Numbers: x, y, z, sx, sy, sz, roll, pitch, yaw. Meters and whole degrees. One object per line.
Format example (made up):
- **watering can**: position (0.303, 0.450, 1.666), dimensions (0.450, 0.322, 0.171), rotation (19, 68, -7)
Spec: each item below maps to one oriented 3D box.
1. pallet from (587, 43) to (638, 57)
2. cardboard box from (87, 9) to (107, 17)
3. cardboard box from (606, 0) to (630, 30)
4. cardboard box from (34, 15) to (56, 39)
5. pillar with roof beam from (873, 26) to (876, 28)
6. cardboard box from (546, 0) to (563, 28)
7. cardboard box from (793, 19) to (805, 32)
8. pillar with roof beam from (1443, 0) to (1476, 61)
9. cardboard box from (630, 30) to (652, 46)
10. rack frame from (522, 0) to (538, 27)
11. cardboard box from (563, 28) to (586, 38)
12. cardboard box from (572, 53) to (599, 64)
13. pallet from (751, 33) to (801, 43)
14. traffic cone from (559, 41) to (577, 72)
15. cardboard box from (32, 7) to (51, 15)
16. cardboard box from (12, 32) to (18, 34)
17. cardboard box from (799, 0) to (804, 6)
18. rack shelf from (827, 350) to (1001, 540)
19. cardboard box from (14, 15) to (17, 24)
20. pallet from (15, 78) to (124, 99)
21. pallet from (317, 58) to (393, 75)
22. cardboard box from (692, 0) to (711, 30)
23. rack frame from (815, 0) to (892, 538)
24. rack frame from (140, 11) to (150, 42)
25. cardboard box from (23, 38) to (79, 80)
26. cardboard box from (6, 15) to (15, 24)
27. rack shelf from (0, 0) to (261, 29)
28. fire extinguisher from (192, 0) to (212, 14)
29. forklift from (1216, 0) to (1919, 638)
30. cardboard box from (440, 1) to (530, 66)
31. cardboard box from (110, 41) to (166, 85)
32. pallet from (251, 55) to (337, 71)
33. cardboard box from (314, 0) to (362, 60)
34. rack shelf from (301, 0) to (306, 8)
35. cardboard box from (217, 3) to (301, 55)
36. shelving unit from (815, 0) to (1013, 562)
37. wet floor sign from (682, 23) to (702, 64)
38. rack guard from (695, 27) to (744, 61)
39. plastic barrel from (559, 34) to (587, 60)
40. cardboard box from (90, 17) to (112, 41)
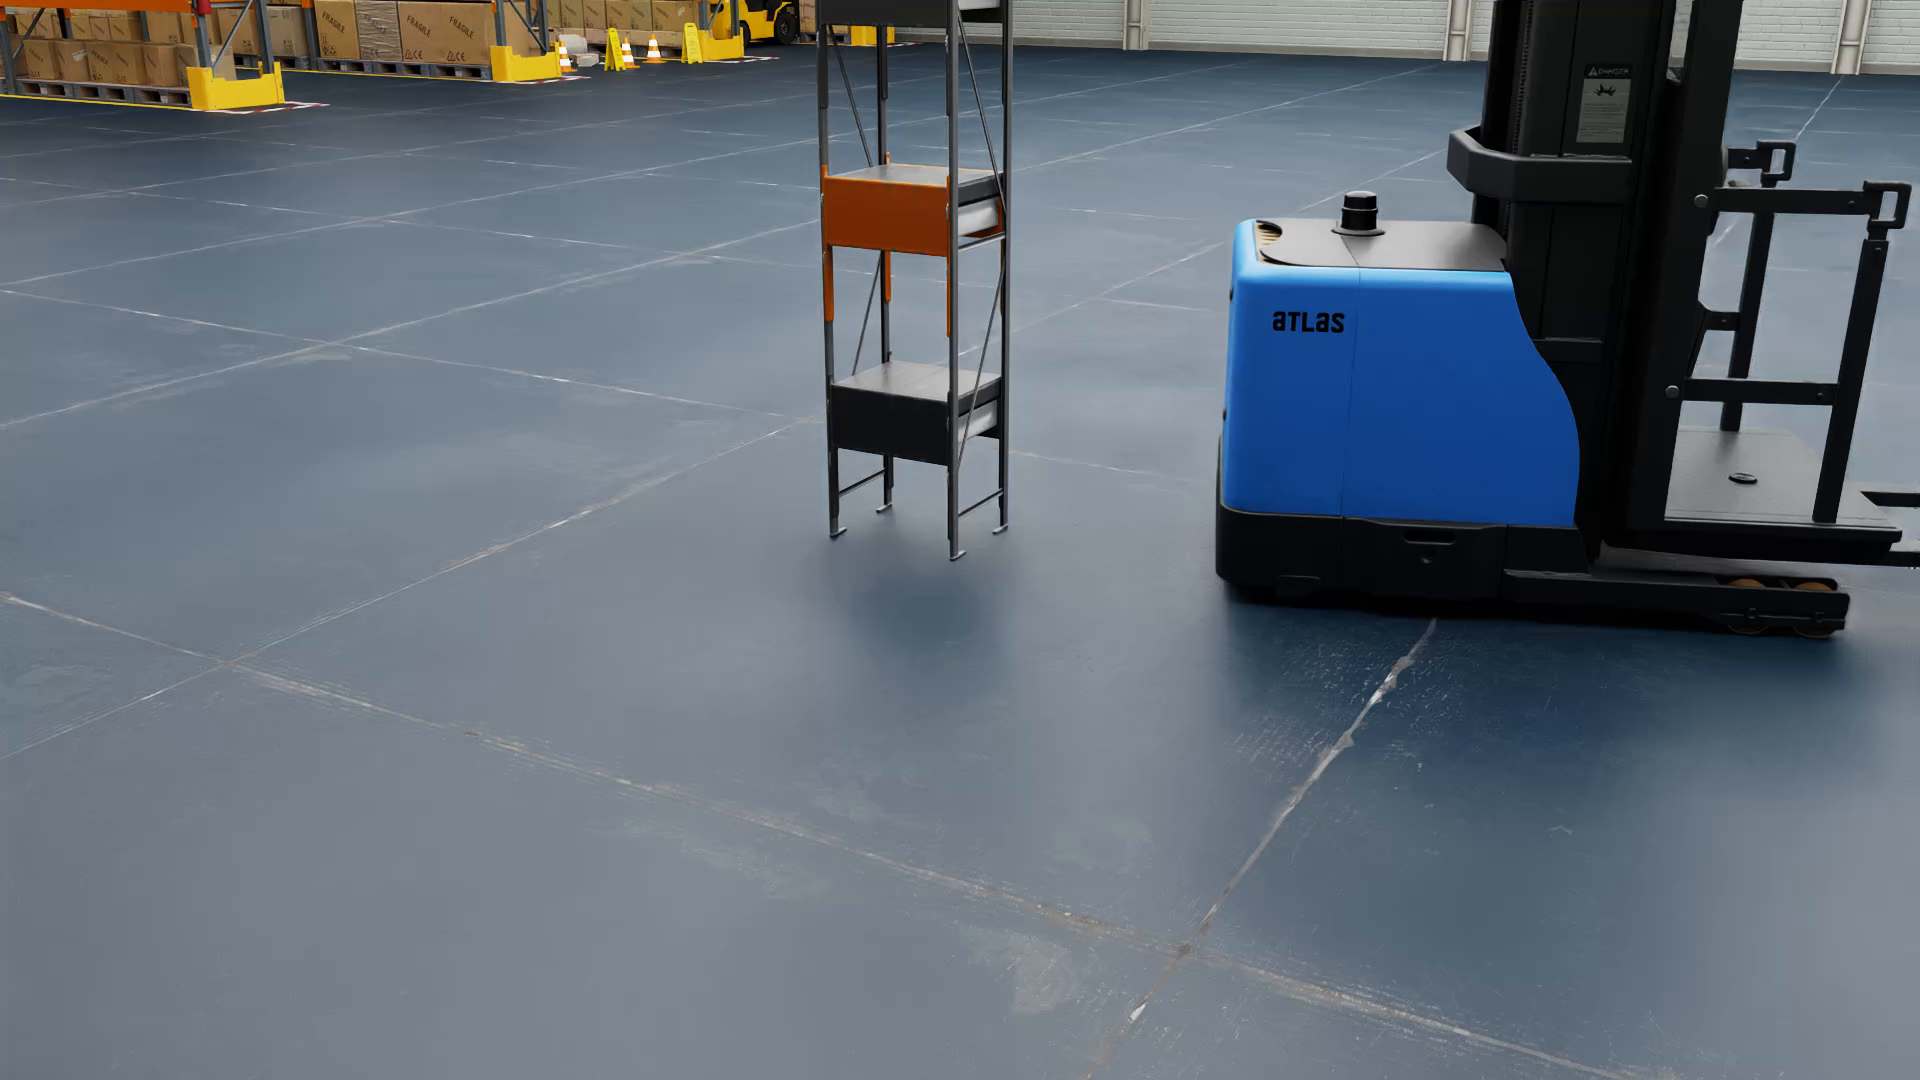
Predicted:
- **pallet**: position (-5.988, -8.864, 29.992), dimensions (1.213, 0.211, 1.003), rotation (11, 23, 27)
- **cardboard box**: position (-14.650, -9.145, 28.626), dimensions (0.500, 0.250, 0.500), rotation (11, 23, 28)
- **cardboard box**: position (-5.890, -9.298, 29.416), dimensions (0.500, 0.500, 0.500), rotation (10, 22, 26)
- **cardboard box**: position (-15.993, -9.052, 29.469), dimensions (0.500, 0.500, 0.500), rotation (12, 23, 30)
- **pillar with roof beam**: position (-4.019, -13.214, 29.098), dimensions (0.400, 9.000, 9.100), rotation (11, 23, 27)
- **cardboard box**: position (-7.278, -9.557, 30.131), dimensions (0.500, 0.500, 0.500), rotation (12, 23, 30)
- **cardboard box**: position (-3.178, -10.352, 33.421), dimensions (0.500, 0.250, 0.500), rotation (11, 23, 28)
- **pillar with roof beam**: position (6.457, -11.219, 23.596), dimensions (0.400, 9.000, 9.100), rotation (11, 23, 27)
- **cardboard box**: position (-5.454, -8.861, 29.310), dimensions (0.500, 0.250, 0.500), rotation (11, 23, 27)
- **rack frame**: position (-7.661, -10.479, 30.353), dimensions (0.127, 3.000, 1.000), rotation (11, 23, 27)
- **cardboard box**: position (-6.806, -9.119, 30.023), dimensions (0.500, 0.250, 0.500), rotation (12, 23, 30)
- **cardboard box**: position (-6.298, -8.090, 27.948), dimensions (0.380, 0.149, 0.250), rotation (-11, 23, -29)
- **pallet**: position (-3.501, -10.299, 33.947), dimensions (1.213, 0.211, 1.003), rotation (11, 23, 27)
- **traffic cone**: position (-6.266, -7.641, 26.252), dimensions (0.334, 0.463, 0.336), rotation (11, 23, 27)
- **cardboard box**: position (-15.989, -9.404, 29.341), dimensions (0.500, 0.250, 0.500), rotation (11, 23, 29)
- **cardboard box**: position (-17.365, -9.376, 30.879), dimensions (0.250, 0.149, 0.380), rotation (12, 23, 29)
- **cardboard box**: position (-3.200, -10.814, 33.229), dimensions (0.500, 0.250, 0.500), rotation (11, 23, 28)
- **rack shelf**: position (-0.145, -0.344, 5.826), dimensions (0.480, 0.518, 0.431), rotation (11, 23, 27)
- **cardboard box**: position (-17.171, -9.574, 30.553), dimensions (0.250, 0.149, 0.380), rotation (12, 23, 29)
- **pallet**: position (-11.891, -6.116, 22.417), dimensions (1.213, 0.211, 1.003), rotation (11, 23, 27)
- **pallet**: position (-9.361, -7.527, 26.307), dimensions (1.213, 0.211, 1.003), rotation (11, 23, 27)
- **cardboard box**: position (-4.759, -9.291, 29.396), dimensions (0.500, 0.500, 0.500), rotation (10, 22, 26)
- **rack frame**: position (-0.358, -1.055, 5.695), dimensions (0.015, 2.100, 0.400), rotation (11, 23, 27)
- **rack frame**: position (-13.479, -9.653, 28.078), dimensions (0.127, 3.000, 1.000), rotation (11, 23, 27)
- **cardboard box**: position (-12.164, -6.472, 22.359), dimensions (0.500, 0.500, 0.500), rotation (10, 22, 26)
- **cardboard box**: position (-17.409, -9.437, 30.175), dimensions (0.250, 0.149, 0.380), rotation (12, 23, 29)
- **rack shelf**: position (-10.748, -6.858, 21.426), dimensions (4.000, 0.370, 1.077), rotation (11, 23, 27)
- **fire extinguisher**: position (-9.127, -6.671, 19.969), dimensions (0.183, 0.674, 0.296), rotation (11, 23, 27)
- **forklift**: position (2.386, -1.274, 5.079), dimensions (3.031, 2.935, 1.130), rotation (3, 20, 8)
- **cardboard box**: position (-7.119, -7.615, 24.958), dimensions (0.875, 0.875, 0.875), rotation (11, 23, 28)
- **cardboard box**: position (-10.615, -6.193, 21.590), dimensions (0.500, 0.500, 0.500), rotation (13, 24, 32)
- **pallet**: position (-10.697, -7.783, 27.012), dimensions (1.213, 0.211, 1.003), rotation (11, 23, 27)
- **cardboard box**: position (-9.472, -8.061, 26.189), dimensions (0.875, 0.875, 0.875), rotation (11, 23, 28)
- **rack shelf**: position (-11.733, -8.983, 27.284), dimensions (4.000, 0.370, 1.077), rotation (11, 23, 27)
- **cardboard box**: position (-11.413, -8.366, 27.213), dimensions (0.750, 0.750, 1.050), rotation (11, 23, 27)
- **shelving unit**: position (-0.145, -1.015, 5.583), dimensions (0.503, 2.100, 0.431), rotation (11, 23, 27)
- **wet floor sign**: position (-4.525, -8.356, 27.956), dimensions (0.267, 0.644, 0.232), rotation (-16, 26, -38)
- **rack guard**: position (-4.235, -8.651, 28.981), dimensions (0.348, 0.500, 1.175), rotation (11, 23, 27)
- **plastic barrel**: position (-6.711, -8.495, 28.663), dimensions (0.512, 0.421, 0.421), rotation (-7, 21, -20)
- **cardboard box**: position (-14.633, -8.795, 28.761), dimensions (0.500, 0.500, 0.500), rotation (12, 23, 29)
